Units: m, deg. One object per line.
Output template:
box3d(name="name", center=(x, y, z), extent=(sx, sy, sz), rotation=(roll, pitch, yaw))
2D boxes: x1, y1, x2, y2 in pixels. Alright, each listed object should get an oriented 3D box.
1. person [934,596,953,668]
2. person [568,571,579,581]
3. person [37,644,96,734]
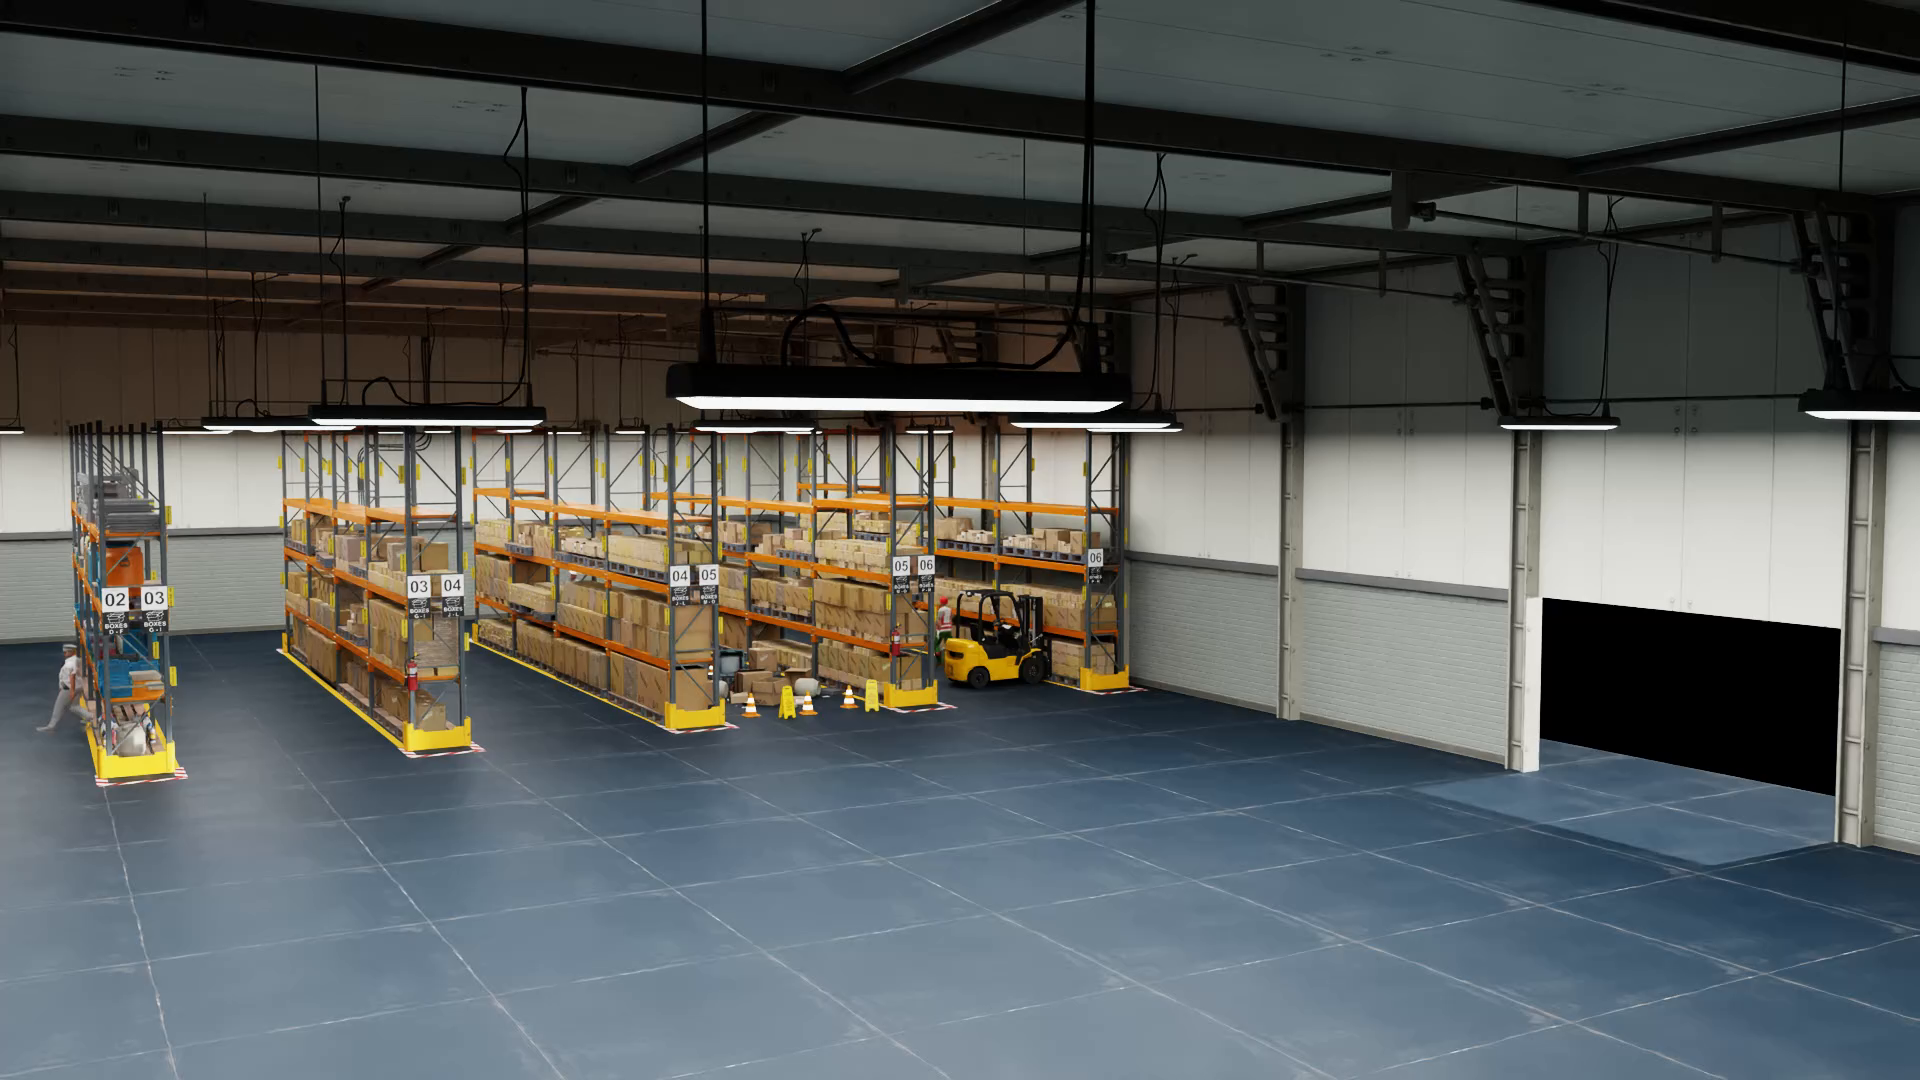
box3d(name="person", center=(-0.375, 2.295, 41.210), extent=(0.586, 1.808, 0.542), rotation=(-3, 5, -43))
box3d(name="person", center=(-11.635, 1.756, 50.034), extent=(0.582, 1.756, 0.822), rotation=(2, 4, 29))
box3d(name="person", center=(-17.242, 2.863, 32.125), extent=(0.959, 1.701, 0.613), rotation=(0, 4, -5))
